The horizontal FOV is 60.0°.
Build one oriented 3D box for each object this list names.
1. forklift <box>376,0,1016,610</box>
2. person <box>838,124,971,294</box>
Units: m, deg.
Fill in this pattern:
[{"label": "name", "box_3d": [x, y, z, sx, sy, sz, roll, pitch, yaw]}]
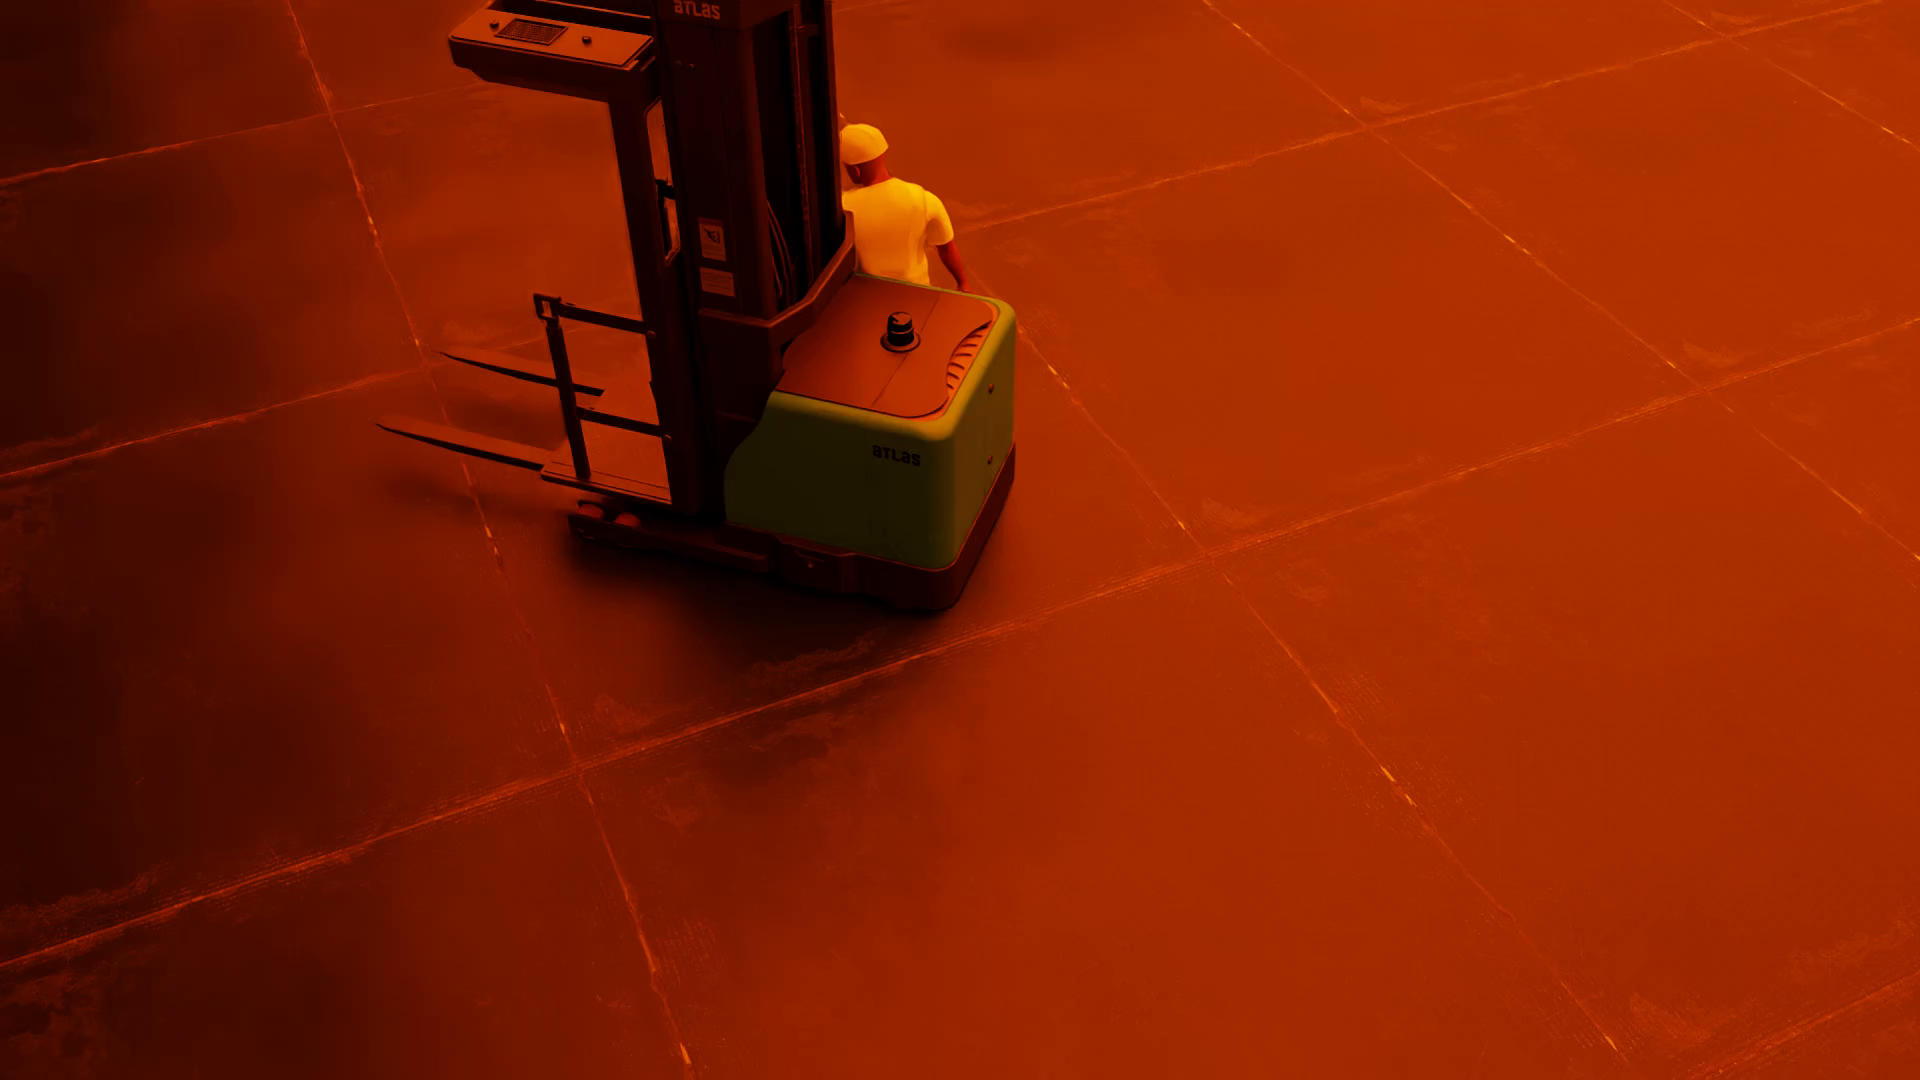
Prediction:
[{"label": "forklift", "box_3d": [-1.311, -1.360, 7.138, 3.031, 2.935, 1.130, 13, 45, 14]}, {"label": "person", "box_3d": [-0.355, -1.257, 7.963, 0.752, 1.736, 0.926, -11, 44, -11]}]
